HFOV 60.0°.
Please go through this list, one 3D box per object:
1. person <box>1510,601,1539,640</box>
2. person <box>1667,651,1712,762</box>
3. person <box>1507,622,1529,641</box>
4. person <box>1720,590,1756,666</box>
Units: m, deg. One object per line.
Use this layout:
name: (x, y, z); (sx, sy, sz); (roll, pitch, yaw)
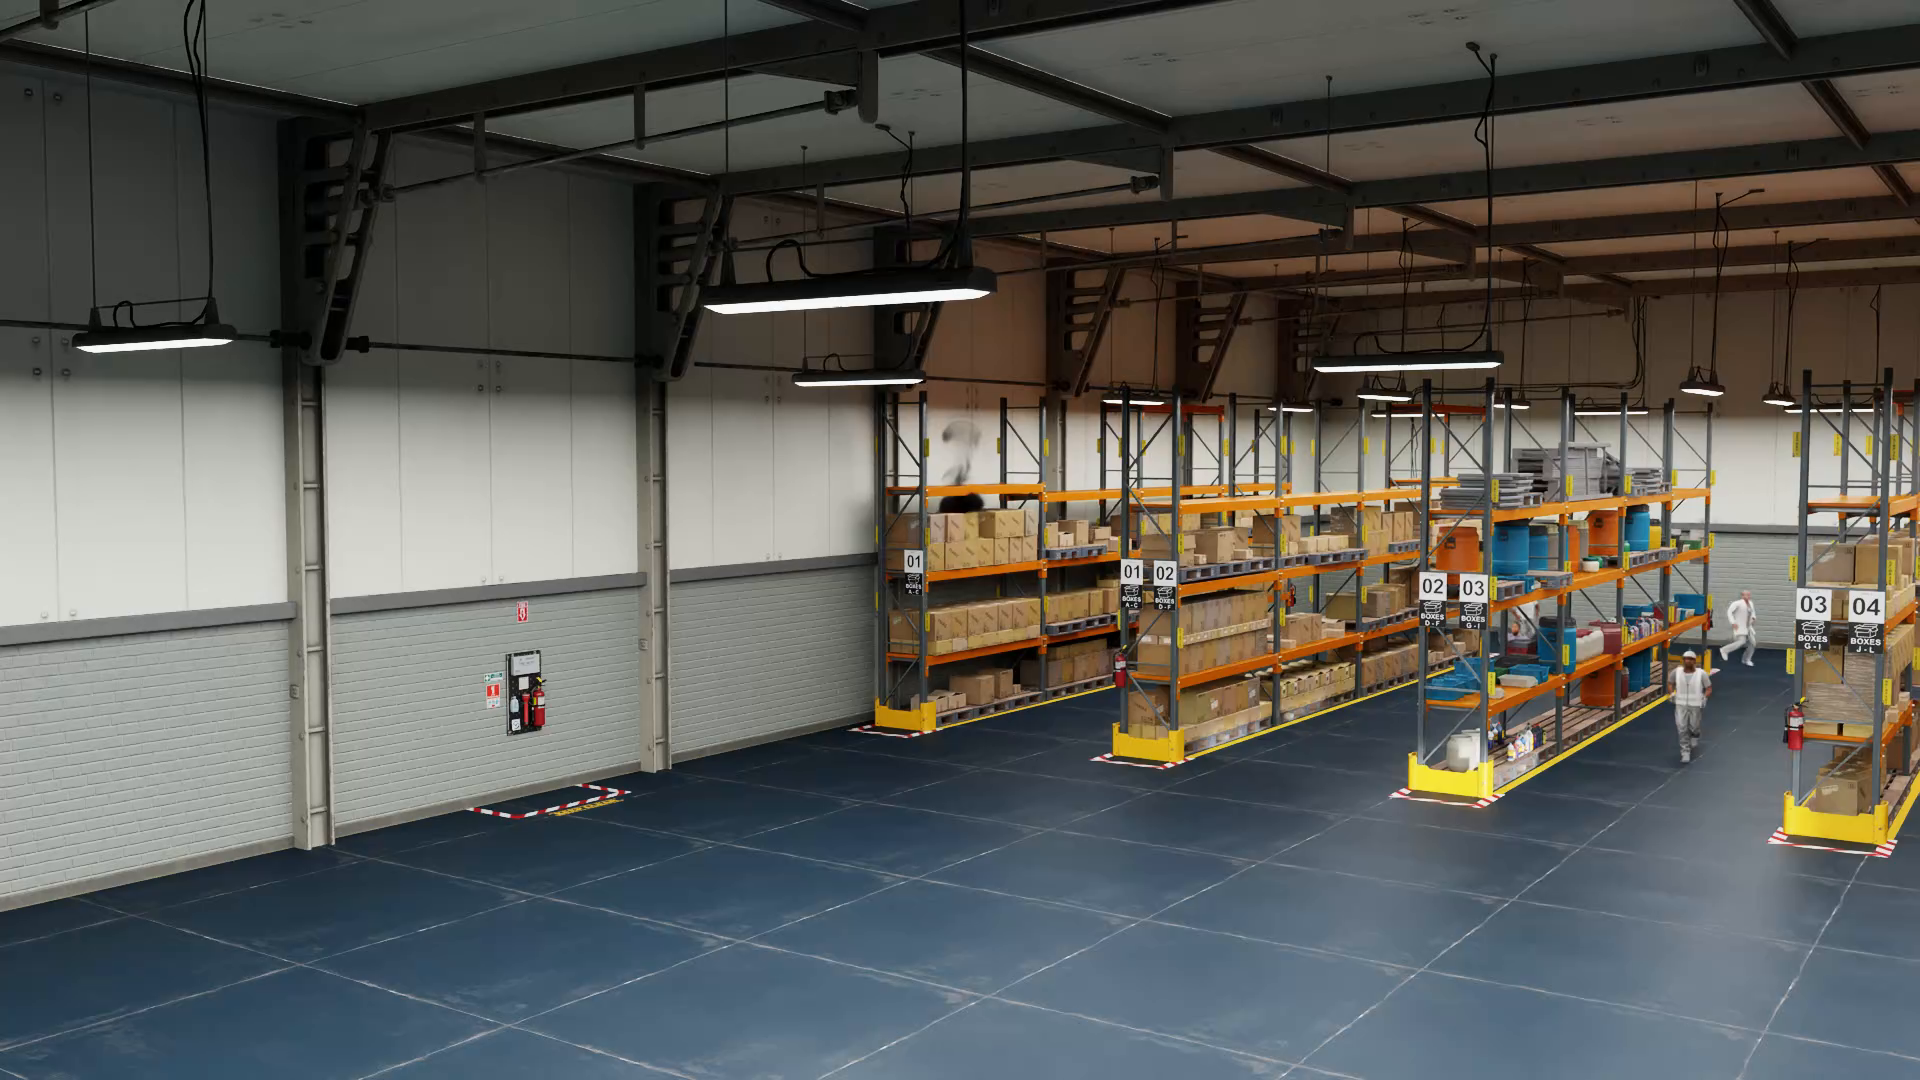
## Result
person: (13.697, 1.909, 40.233); (0.727, 1.728, 0.538); (0, 3, 1)
person: (11.700, 2.654, 26.714); (0.681, 1.759, 0.778); (2, 4, 29)
person: (10.872, 2.398, 32.529); (0.595, 1.601, 0.561); (2, 4, 34)
person: (18.048, 2.029, 38.408); (0.862, 1.754, 0.657); (-2, 4, -30)
